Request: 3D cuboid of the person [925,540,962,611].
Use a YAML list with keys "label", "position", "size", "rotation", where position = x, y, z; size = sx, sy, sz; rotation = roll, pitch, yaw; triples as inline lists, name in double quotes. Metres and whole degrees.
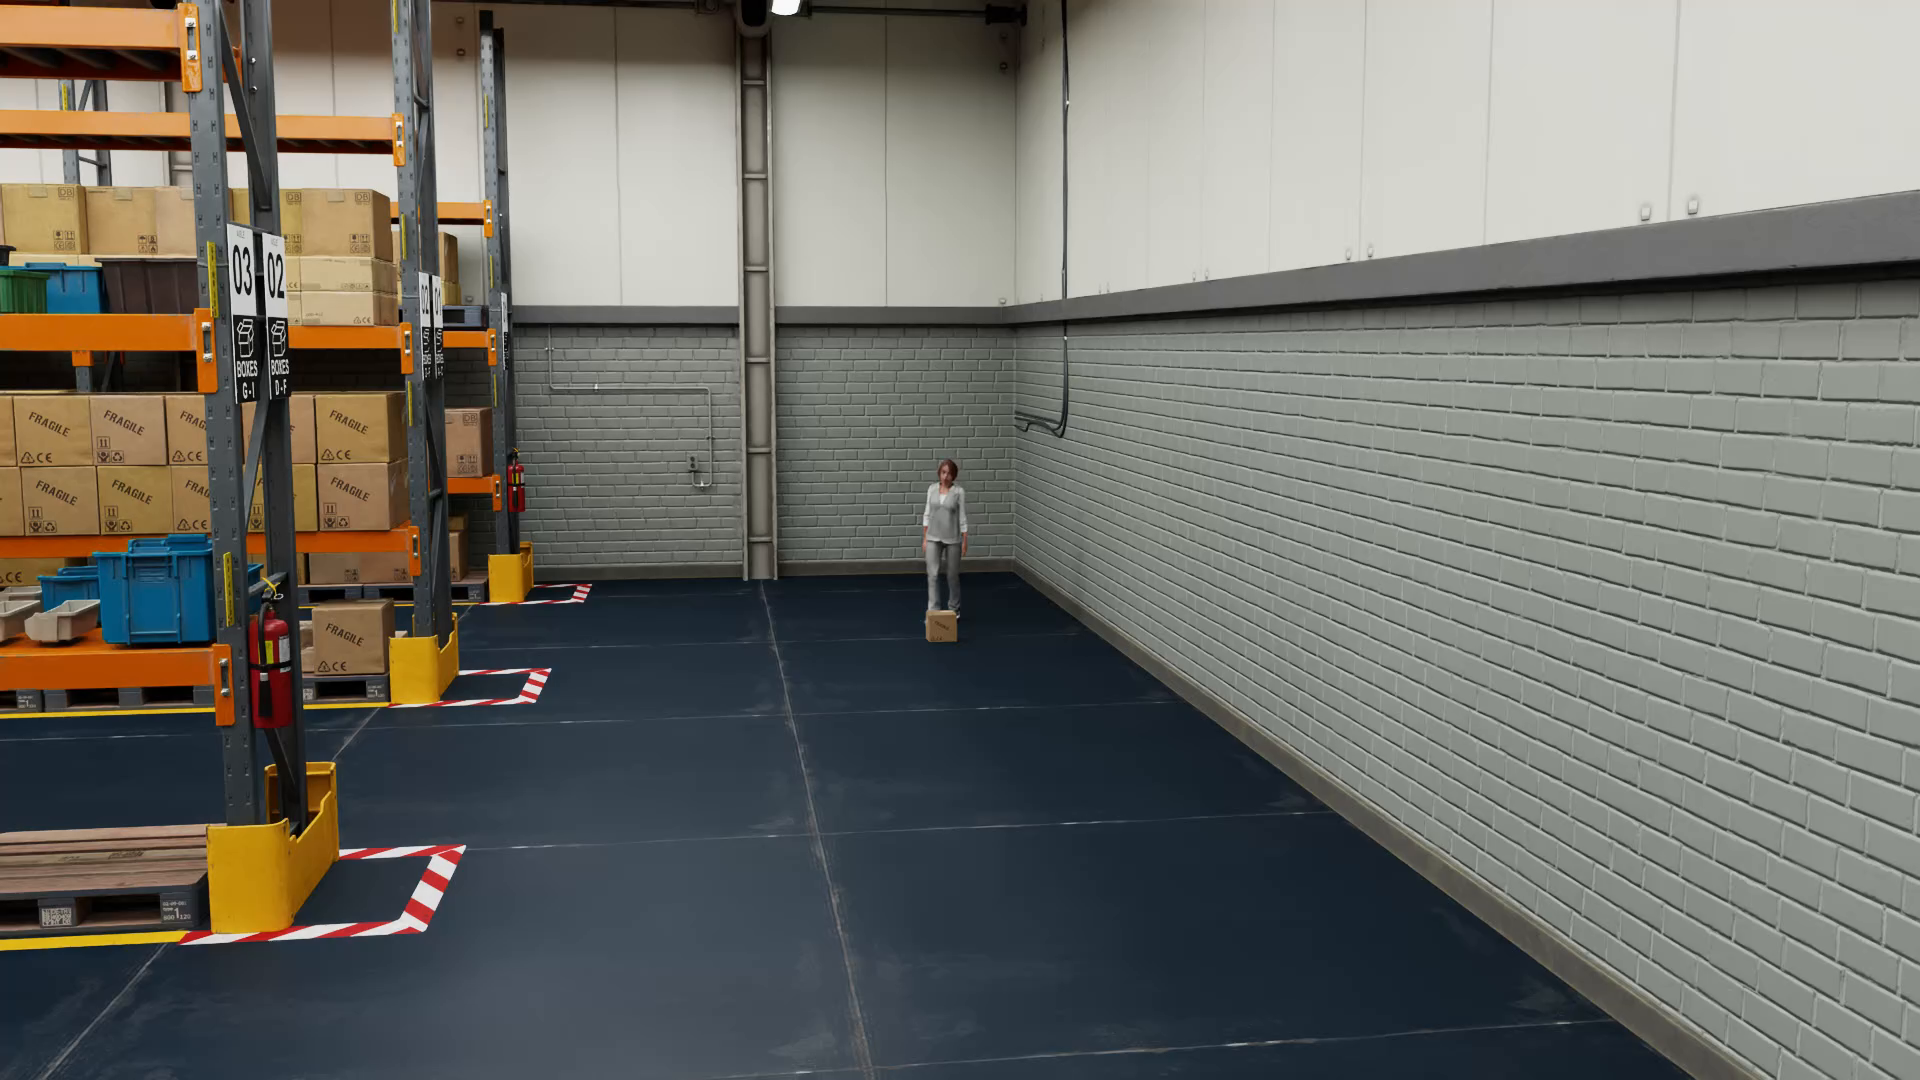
- label: "person"
  position: [-0.145, 0.325, 15.892]
  size: [0.345, 0.843, 0.545]
  rotation: [1, 7, 11]
